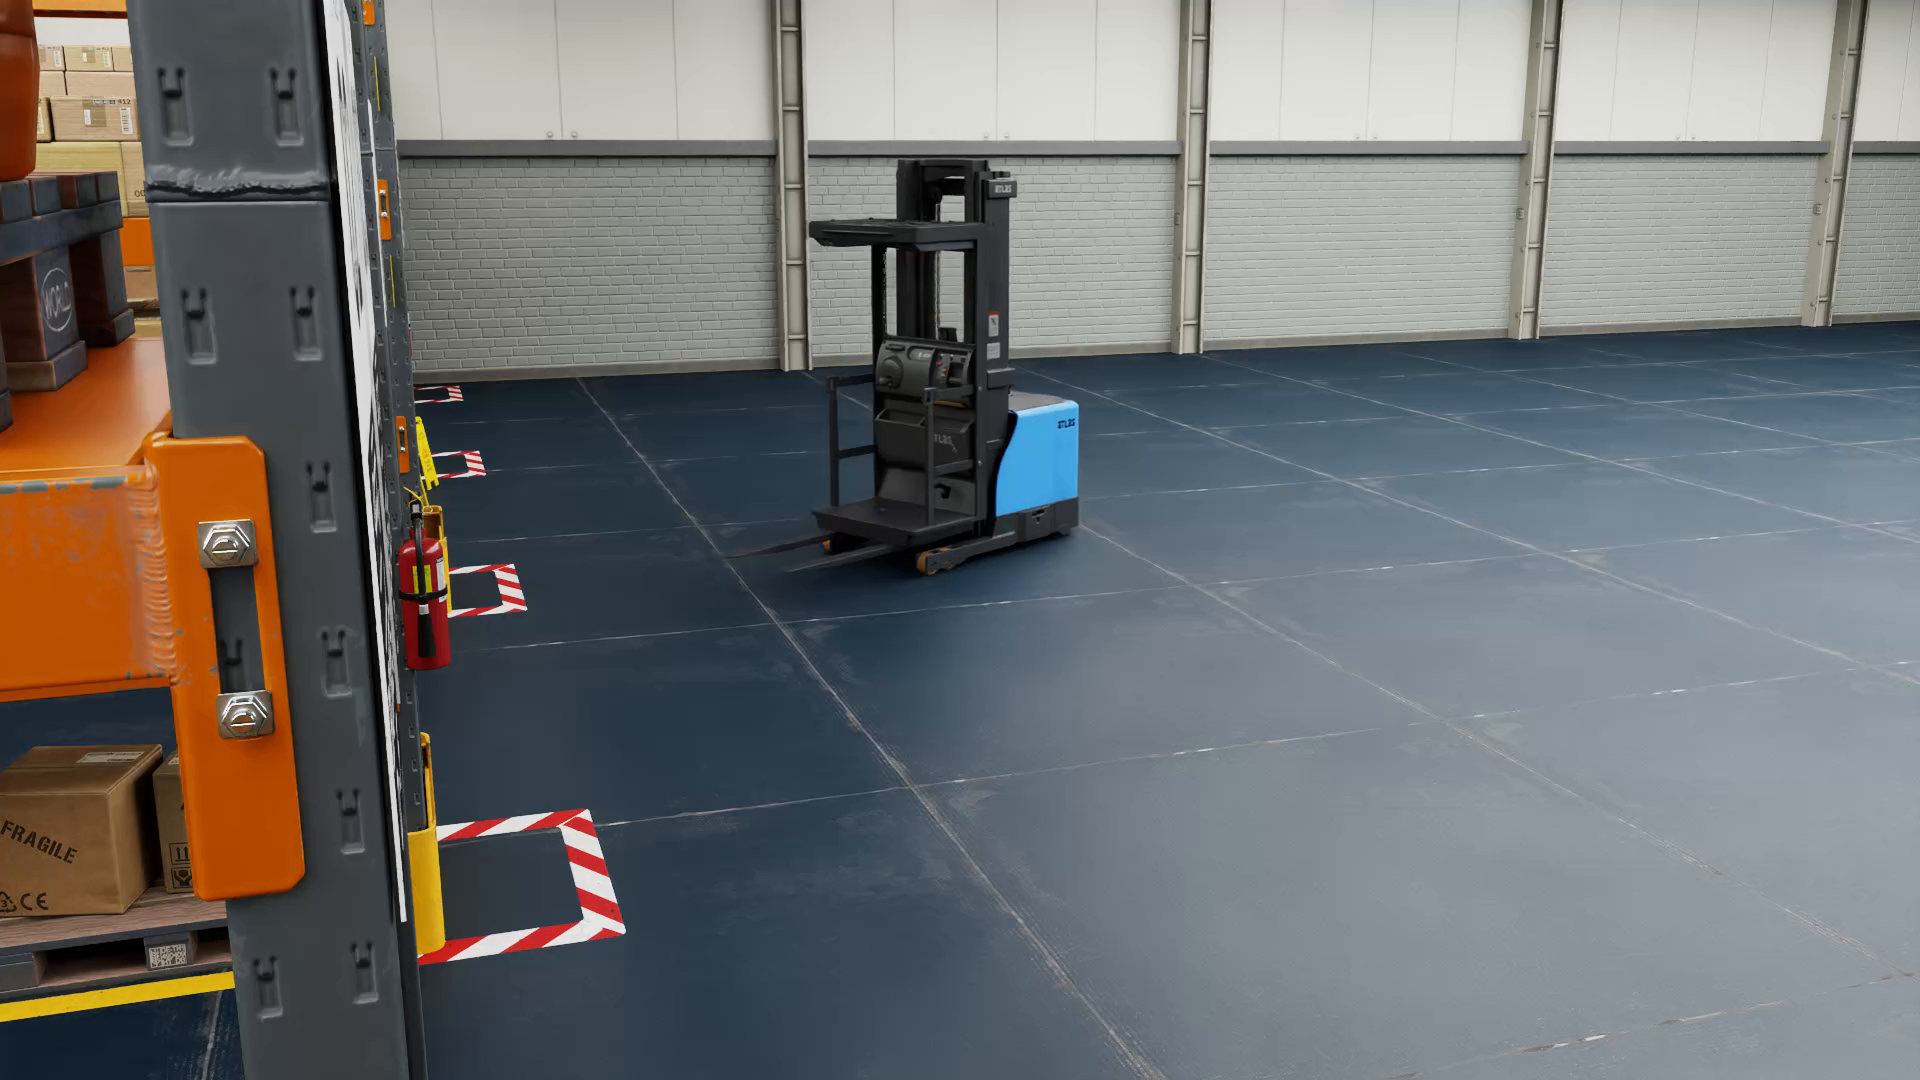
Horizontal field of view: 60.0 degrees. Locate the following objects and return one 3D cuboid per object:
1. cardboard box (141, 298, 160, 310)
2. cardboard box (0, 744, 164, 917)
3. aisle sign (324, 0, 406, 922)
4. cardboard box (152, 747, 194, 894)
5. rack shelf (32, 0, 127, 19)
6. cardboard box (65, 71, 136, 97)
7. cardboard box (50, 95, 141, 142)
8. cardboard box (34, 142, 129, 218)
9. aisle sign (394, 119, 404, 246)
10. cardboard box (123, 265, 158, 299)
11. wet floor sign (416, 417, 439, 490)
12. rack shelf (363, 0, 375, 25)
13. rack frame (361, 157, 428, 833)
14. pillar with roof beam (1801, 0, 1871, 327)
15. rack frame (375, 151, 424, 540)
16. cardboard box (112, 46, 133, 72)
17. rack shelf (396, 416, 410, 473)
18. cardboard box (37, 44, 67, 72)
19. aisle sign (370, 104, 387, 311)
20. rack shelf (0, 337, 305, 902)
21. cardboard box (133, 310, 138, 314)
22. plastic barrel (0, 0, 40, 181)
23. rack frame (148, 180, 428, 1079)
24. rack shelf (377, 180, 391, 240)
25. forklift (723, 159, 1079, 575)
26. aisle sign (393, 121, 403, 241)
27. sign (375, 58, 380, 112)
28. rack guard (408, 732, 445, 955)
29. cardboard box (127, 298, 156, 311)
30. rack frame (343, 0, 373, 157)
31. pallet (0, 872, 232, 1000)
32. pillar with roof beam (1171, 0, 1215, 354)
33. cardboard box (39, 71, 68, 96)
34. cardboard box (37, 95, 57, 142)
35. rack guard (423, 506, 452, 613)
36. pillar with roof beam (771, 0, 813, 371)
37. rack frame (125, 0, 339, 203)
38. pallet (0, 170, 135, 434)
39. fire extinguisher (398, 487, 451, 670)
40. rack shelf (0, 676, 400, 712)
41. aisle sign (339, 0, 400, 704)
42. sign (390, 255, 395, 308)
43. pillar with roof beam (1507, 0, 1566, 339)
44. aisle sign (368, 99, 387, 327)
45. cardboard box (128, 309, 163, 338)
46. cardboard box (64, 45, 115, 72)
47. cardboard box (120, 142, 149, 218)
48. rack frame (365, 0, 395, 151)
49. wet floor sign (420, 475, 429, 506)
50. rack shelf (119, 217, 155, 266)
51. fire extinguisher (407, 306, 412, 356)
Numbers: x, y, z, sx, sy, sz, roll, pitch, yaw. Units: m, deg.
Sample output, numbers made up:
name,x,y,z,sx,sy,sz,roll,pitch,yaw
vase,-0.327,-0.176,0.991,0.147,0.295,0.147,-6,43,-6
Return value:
name,x,y,z,sx,sy,sz,roll,pitch,yaw
cardboard box,-2.881,-0.686,6.526,0.500,0.500,0.500,-4,14,-18
cardboard box,-3.425,1.119,6.452,0.500,0.500,0.500,-1,13,-3
aisle sign,-0.530,-0.106,1.487,0.004,0.787,0.394,-4,14,-18
cardboard box,-2.870,1.067,6.669,0.500,0.500,0.500,-2,14,-8
rack shelf,-7.329,-4.580,14.513,4.000,0.370,1.077,-4,14,-18
cardboard box,-5.084,-2.695,10.068,0.500,0.250,0.500,-5,14,-18
cardboard box,-2.945,-1.441,5.698,0.250,0.149,0.380,-5,14,-21
cardboard box,-3.121,-1.245,5.735,0.500,0.250,0.500,-4,14,-18
aisle sign,-3.596,-2.287,10.656,0.004,0.787,0.394,-4,14,-18
cardboard box,-5.189,-1.589,10.685,0.550,0.550,0.875,-4,14,-18
wet floor sign,-4.912,-0.795,15.089,0.232,0.644,0.267,0,13,1
rack shelf,-5.654,-3.309,10.026,4.000,0.370,1.077,-4,14,-18
rack frame,-2.273,0.013,6.607,0.127,3.000,1.000,-4,14,-18
pillar with roof beam,16.152,-7.141,23.718,0.400,9.000,9.100,-4,14,-18
rack frame,-3.759,-1.082,11.211,0.127,3.000,1.000,-4,14,-18
cardboard box,-4.932,-2.886,10.010,0.250,0.149,0.380,-4,14,-18
rack shelf,-5.654,-0.585,10.674,4.000,0.370,1.077,-4,14,-18
cardboard box,-5.415,-2.848,9.850,0.250,0.149,0.380,-4,14,-18
aisle sign,-2.310,-1.322,6.602,0.004,0.787,0.394,-4,14,-18
rack shelf,-2.589,0.137,1.155,4.000,0.370,1.077,-4,14,-18
cardboard box,-3.187,-0.534,5.886,0.500,0.500,0.500,-4,14,-18
plastic barrel,-1.113,-0.710,1.326,0.708,0.830,0.600,-4,14,-18
rack frame,-0.693,1.099,2.040,0.127,3.000,1.000,-4,14,-18
rack shelf,-5.654,-2.044,10.327,4.000,0.370,1.077,-4,14,-18
forklift,-0.410,-1.303,12.288,1.130,2.935,3.031,12,18,41
aisle sign,-3.787,-2.418,11.209,0.004,0.787,0.394,-4,14,-18
sign,-3.599,-2.814,10.266,0.005,0.325,0.100,-4,14,-18
rack guard,-2.345,1.235,6.872,0.348,0.500,1.175,-4,14,-18
cardboard box,-3.357,-0.651,6.377,0.500,0.500,0.500,-4,14,-18
rack frame,-2.273,-2.906,5.912,0.127,3.000,1.000,-4,14,-18
pallet,-3.126,1.427,6.686,1.213,0.211,1.003,-4,14,-18
pillar with roof beam,4.779,-6.255,19.994,0.400,9.000,9.100,-4,14,-18
cardboard box,-5.562,-2.658,9.912,0.500,0.250,0.500,-4,14,-18
cardboard box,-3.175,-1.417,5.598,0.250,0.149,0.380,-4,14,-18
rack guard,-3.736,0.132,11.508,0.348,0.500,1.175,-4,14,-18
pillar with roof beam,-0.908,-5.812,18.133,0.400,9.000,9.100,-4,14,-18
rack frame,-0.693,-1.819,1.345,0.127,3.000,1.000,-4,14,-18
pallet,-1.508,-0.229,1.548,1.213,0.211,1.003,-4,14,-18
fire extinguisher,-2.017,0.143,6.226,0.183,0.674,0.296,-4,14,-18
rack shelf,-4.168,0.510,6.069,4.000,0.370,1.077,-4,14,-18
aisle sign,-0.718,-0.235,2.031,0.004,0.787,0.394,-4,14,-18
sign,-3.599,-1.641,10.545,0.005,0.325,0.100,-4,14,-18
pillar with roof beam,10.466,-6.698,21.856,0.400,9.000,9.100,-4,14,-18
aisle sign,-2.118,-1.191,6.048,0.004,0.787,0.394,-4,14,-18
cardboard box,-2.715,-0.572,6.046,0.500,0.500,0.500,-4,14,-18
cardboard box,-5.175,-2.867,9.929,0.250,0.149,0.380,-5,14,-19
cardboard box,-2.649,-1.282,5.893,0.500,0.250,0.500,-4,14,-17
rack frame,-3.759,-4.001,10.517,0.127,3.000,1.000,-4,14,-18
wet floor sign,-4.363,-0.373,13.318,0.232,0.644,0.267,-7,15,-28
rack shelf,-4.168,-0.949,5.722,4.000,0.370,1.077,-4,14,-18
fire extinguisher,-5.178,-2.030,15.364,0.183,0.674,0.296,-4,14,-18
